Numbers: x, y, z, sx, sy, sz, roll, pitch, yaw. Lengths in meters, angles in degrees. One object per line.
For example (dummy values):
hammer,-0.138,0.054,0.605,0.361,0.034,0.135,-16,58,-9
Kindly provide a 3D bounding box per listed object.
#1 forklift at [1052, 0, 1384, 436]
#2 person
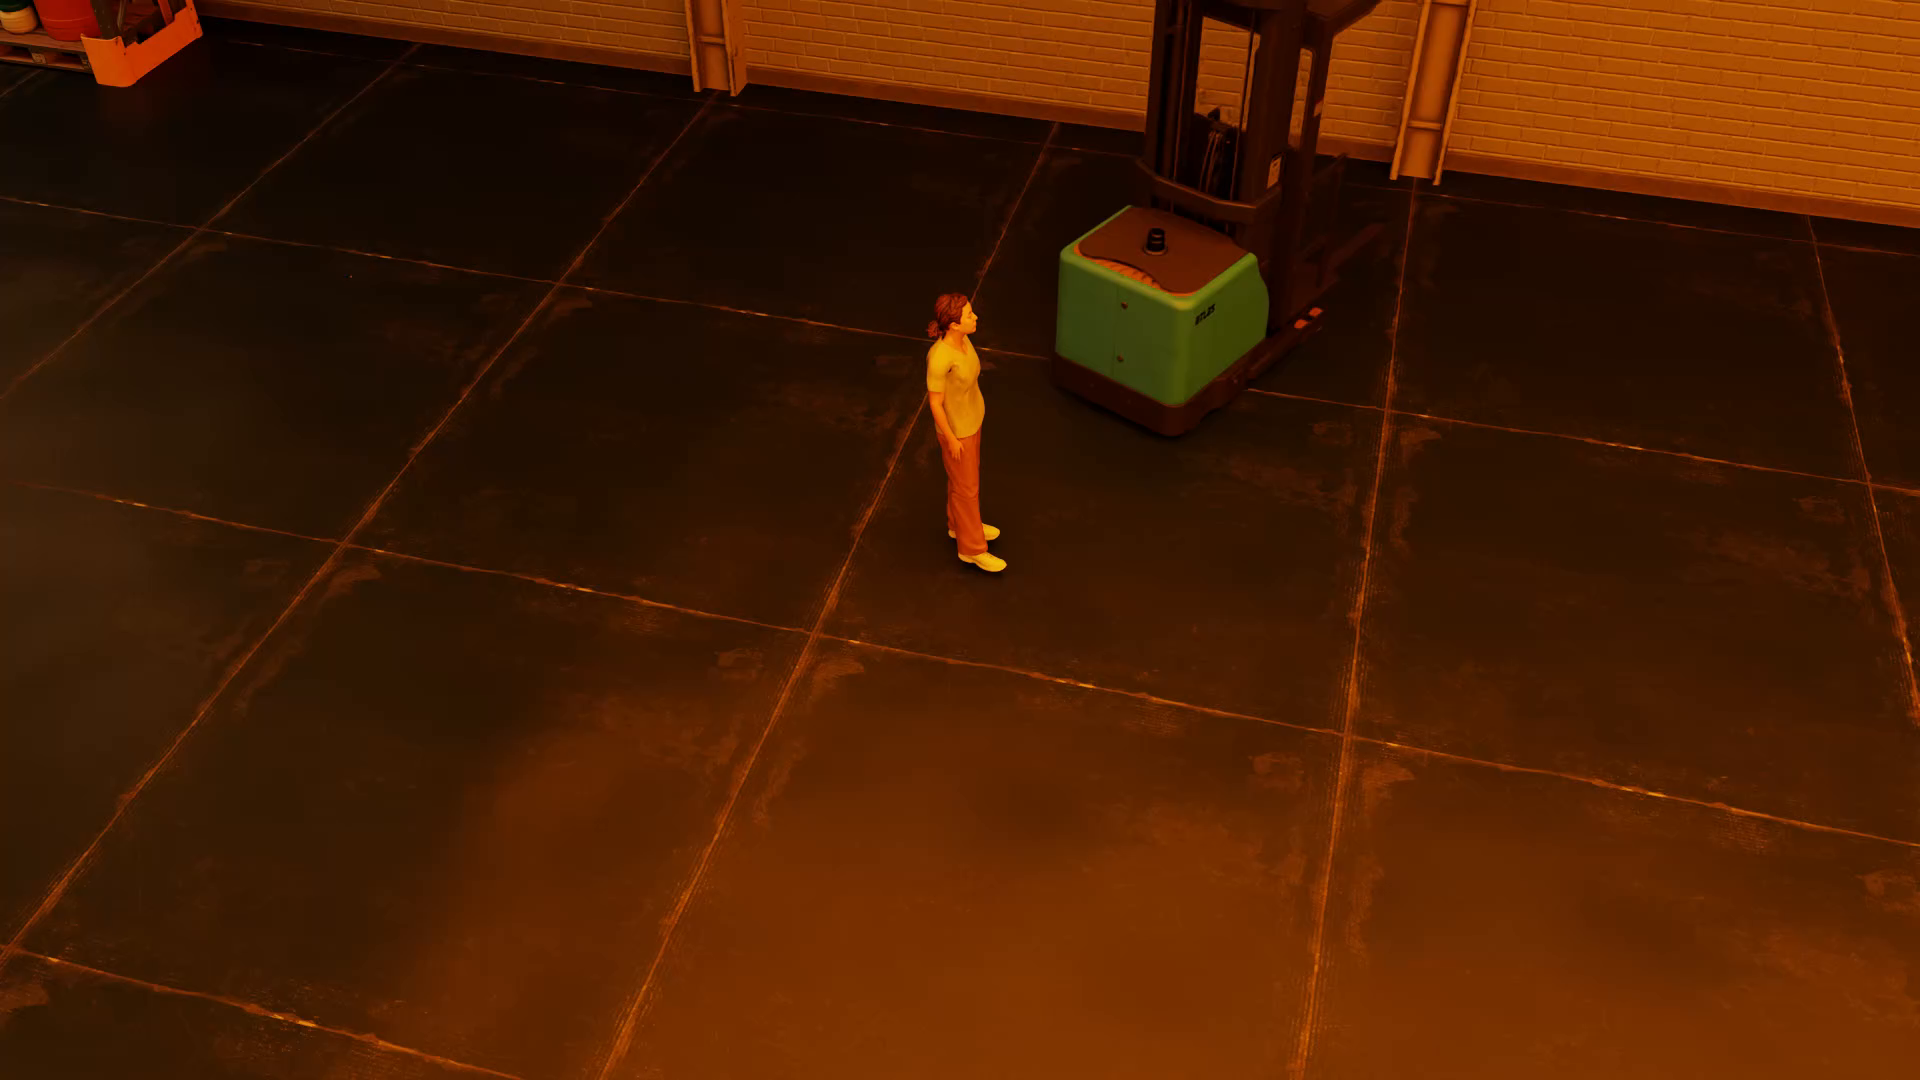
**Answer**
forklift,1.949,-2.674,10.912,1.130,2.935,3.031,29,49,29
person,0.068,-0.646,9.478,0.548,1.674,0.552,10,42,11
